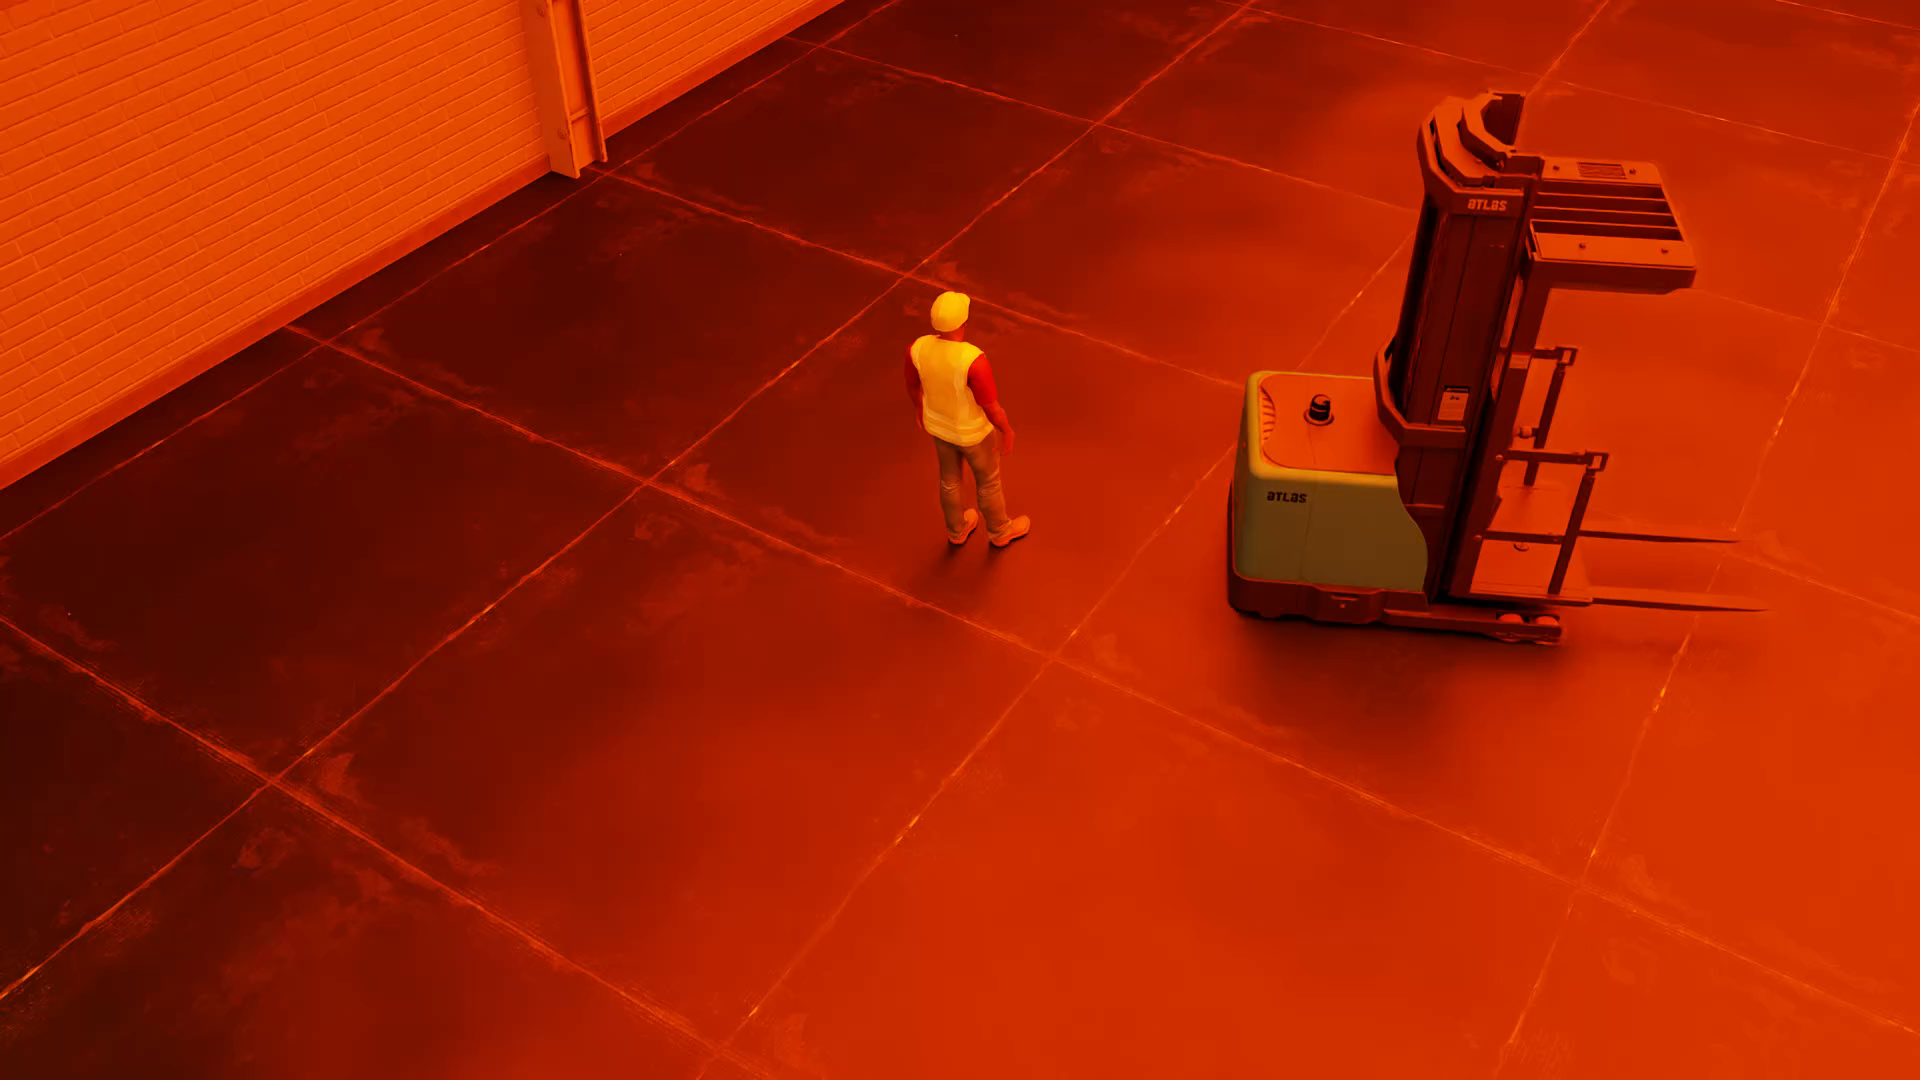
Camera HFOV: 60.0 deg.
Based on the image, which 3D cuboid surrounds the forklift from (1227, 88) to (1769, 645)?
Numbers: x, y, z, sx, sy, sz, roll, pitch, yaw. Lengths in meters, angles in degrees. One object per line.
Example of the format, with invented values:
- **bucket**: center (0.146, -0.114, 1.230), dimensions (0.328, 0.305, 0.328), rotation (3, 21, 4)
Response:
- **forklift**: center (3.122, -0.884, 9.010), dimensions (3.031, 2.935, 1.130), rotation (4, 40, 5)

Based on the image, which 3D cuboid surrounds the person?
- **person**: center (0.042, -0.716, 9.702), dimensions (0.666, 1.768, 0.575), rotation (22, 45, 24)
